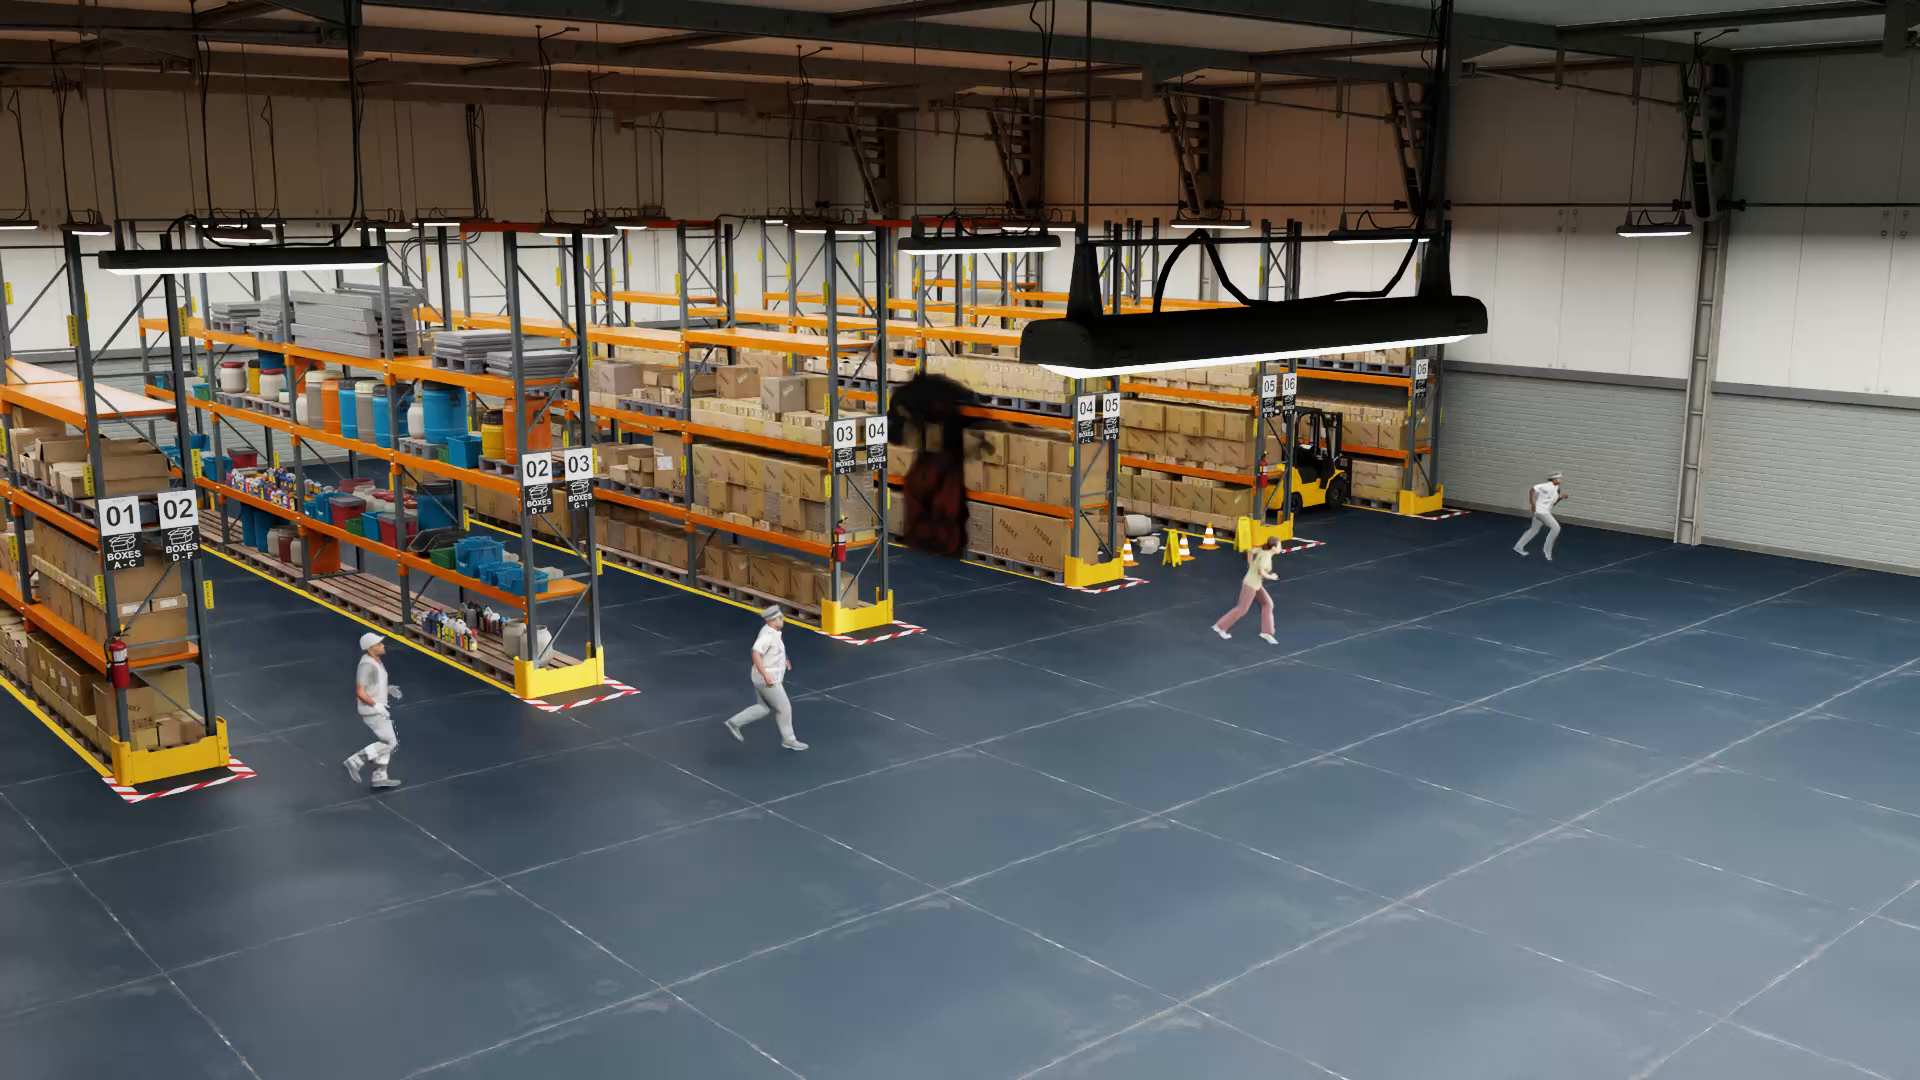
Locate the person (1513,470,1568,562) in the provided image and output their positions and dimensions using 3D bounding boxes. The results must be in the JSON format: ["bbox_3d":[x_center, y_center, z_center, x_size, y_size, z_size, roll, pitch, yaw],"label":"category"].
[{"bbox_3d":[10.489,-0.459,29.999,0.889,1.665,0.569,7,13,31],"label":"person"}]

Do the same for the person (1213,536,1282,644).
[{"bbox_3d":[4.195,0.739,24.305,0.965,1.627,0.617,1,11,3],"label":"person"}]

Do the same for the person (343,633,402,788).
[{"bbox_3d":[-6.454,1.866,18.245,0.645,1.754,0.649,-3,12,-16],"label":"person"}]

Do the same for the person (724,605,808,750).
[{"bbox_3d":[-2.250,1.624,19.422,0.933,1.778,0.686,-2,12,-10],"label":"person"}]
